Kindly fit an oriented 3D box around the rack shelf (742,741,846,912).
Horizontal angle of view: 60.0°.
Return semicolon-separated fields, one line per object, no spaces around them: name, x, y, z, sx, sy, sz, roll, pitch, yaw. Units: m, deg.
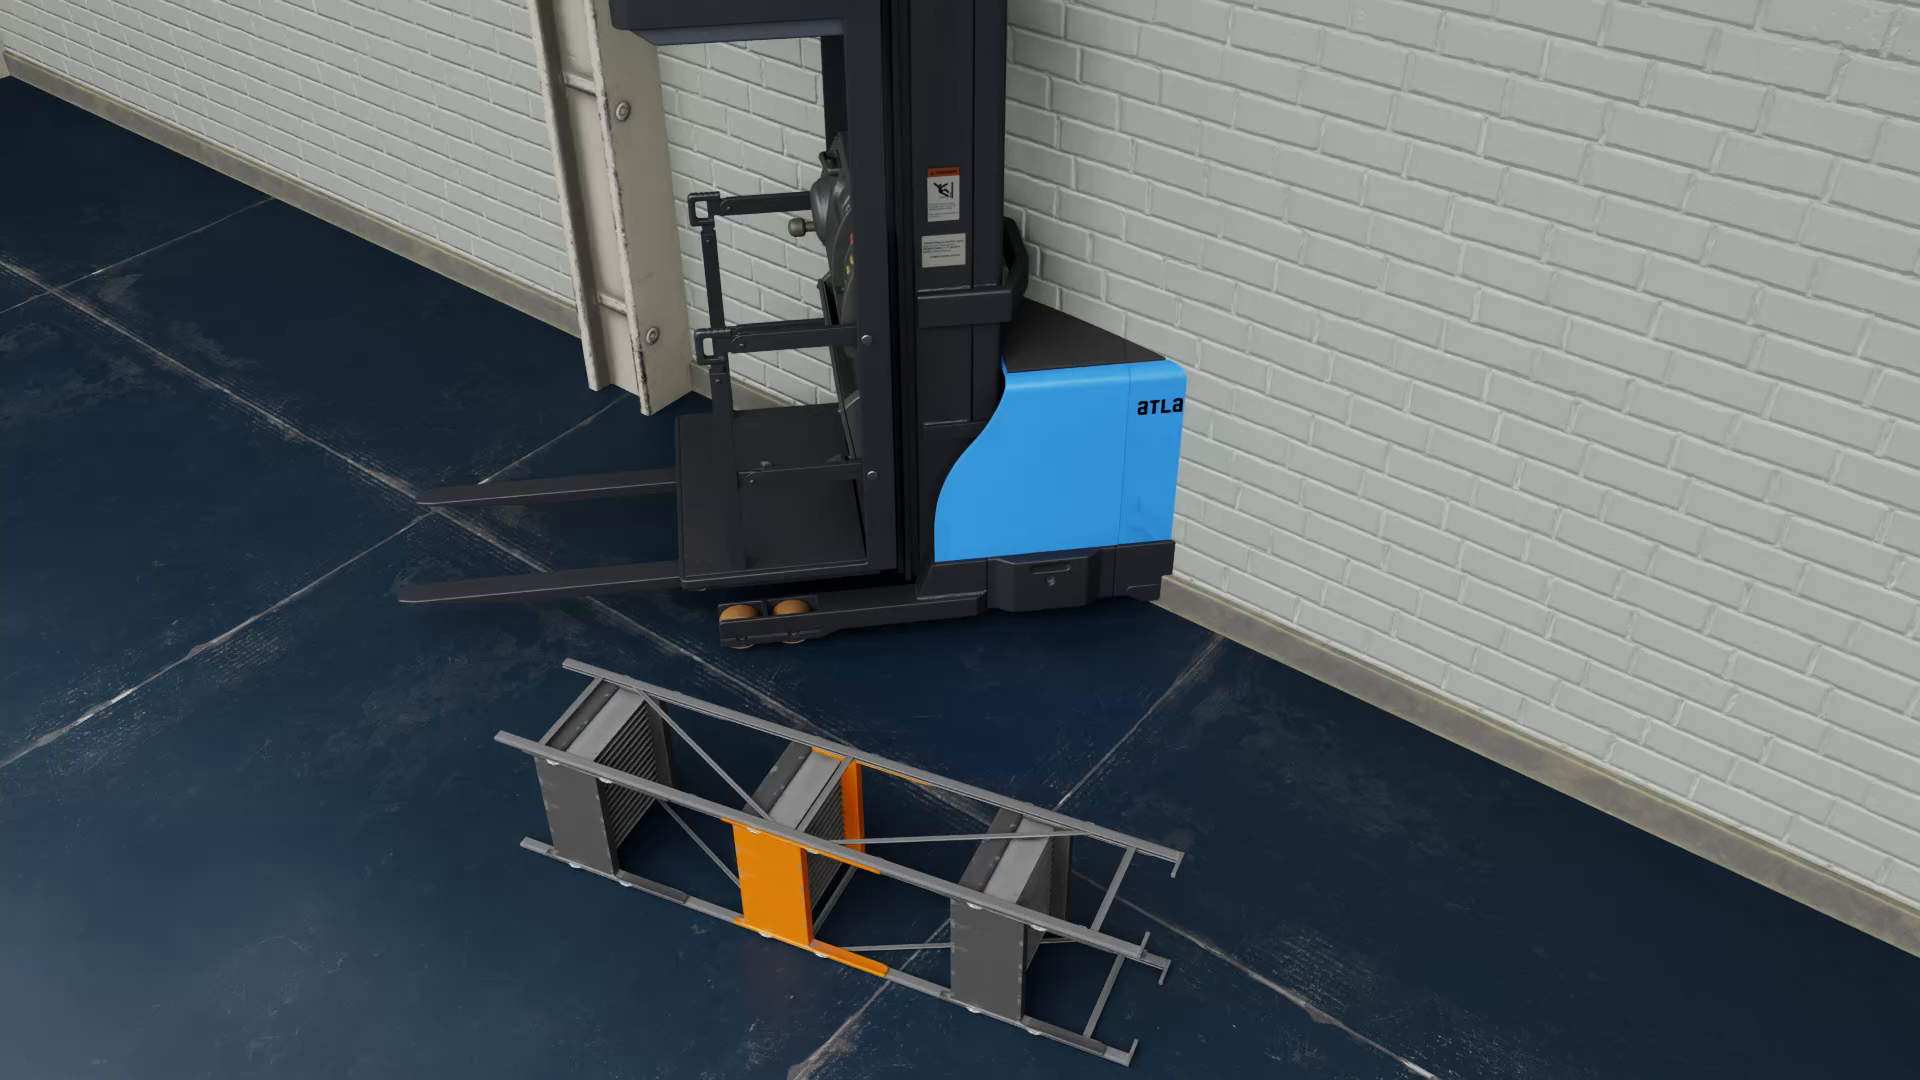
rack shelf;-0.511;0.922;5.154;0.174;0.457;0.368;15;40;18

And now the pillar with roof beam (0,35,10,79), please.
pillar with roof beam;-8.840;-4.387;5.053;0.400;9.000;9.100;25;45;29

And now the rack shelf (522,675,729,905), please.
rack shelf;-1.028;0.784;5.330;0.518;0.480;0.431;15;40;18

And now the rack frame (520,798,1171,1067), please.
rack frame;-0.398;1.144;5.265;2.100;0.015;0.400;15;40;18

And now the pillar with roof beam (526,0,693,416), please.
pillar with roof beam;-4.074;-2.140;2.183;0.400;9.000;9.100;25;45;29

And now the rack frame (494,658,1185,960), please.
rack frame;-0.398;0.760;4.965;2.100;0.015;0.400;15;40;18

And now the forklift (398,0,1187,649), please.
forklift;-0.617;-1.097;5.773;3.031;2.935;1.130;-5;38;-7

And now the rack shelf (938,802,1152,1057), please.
rack shelf;0.257;1.127;4.892;0.518;0.480;0.431;15;40;18

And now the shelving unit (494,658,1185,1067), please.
shelving unit;-0.398;0.952;5.115;2.100;0.503;0.431;15;40;18
